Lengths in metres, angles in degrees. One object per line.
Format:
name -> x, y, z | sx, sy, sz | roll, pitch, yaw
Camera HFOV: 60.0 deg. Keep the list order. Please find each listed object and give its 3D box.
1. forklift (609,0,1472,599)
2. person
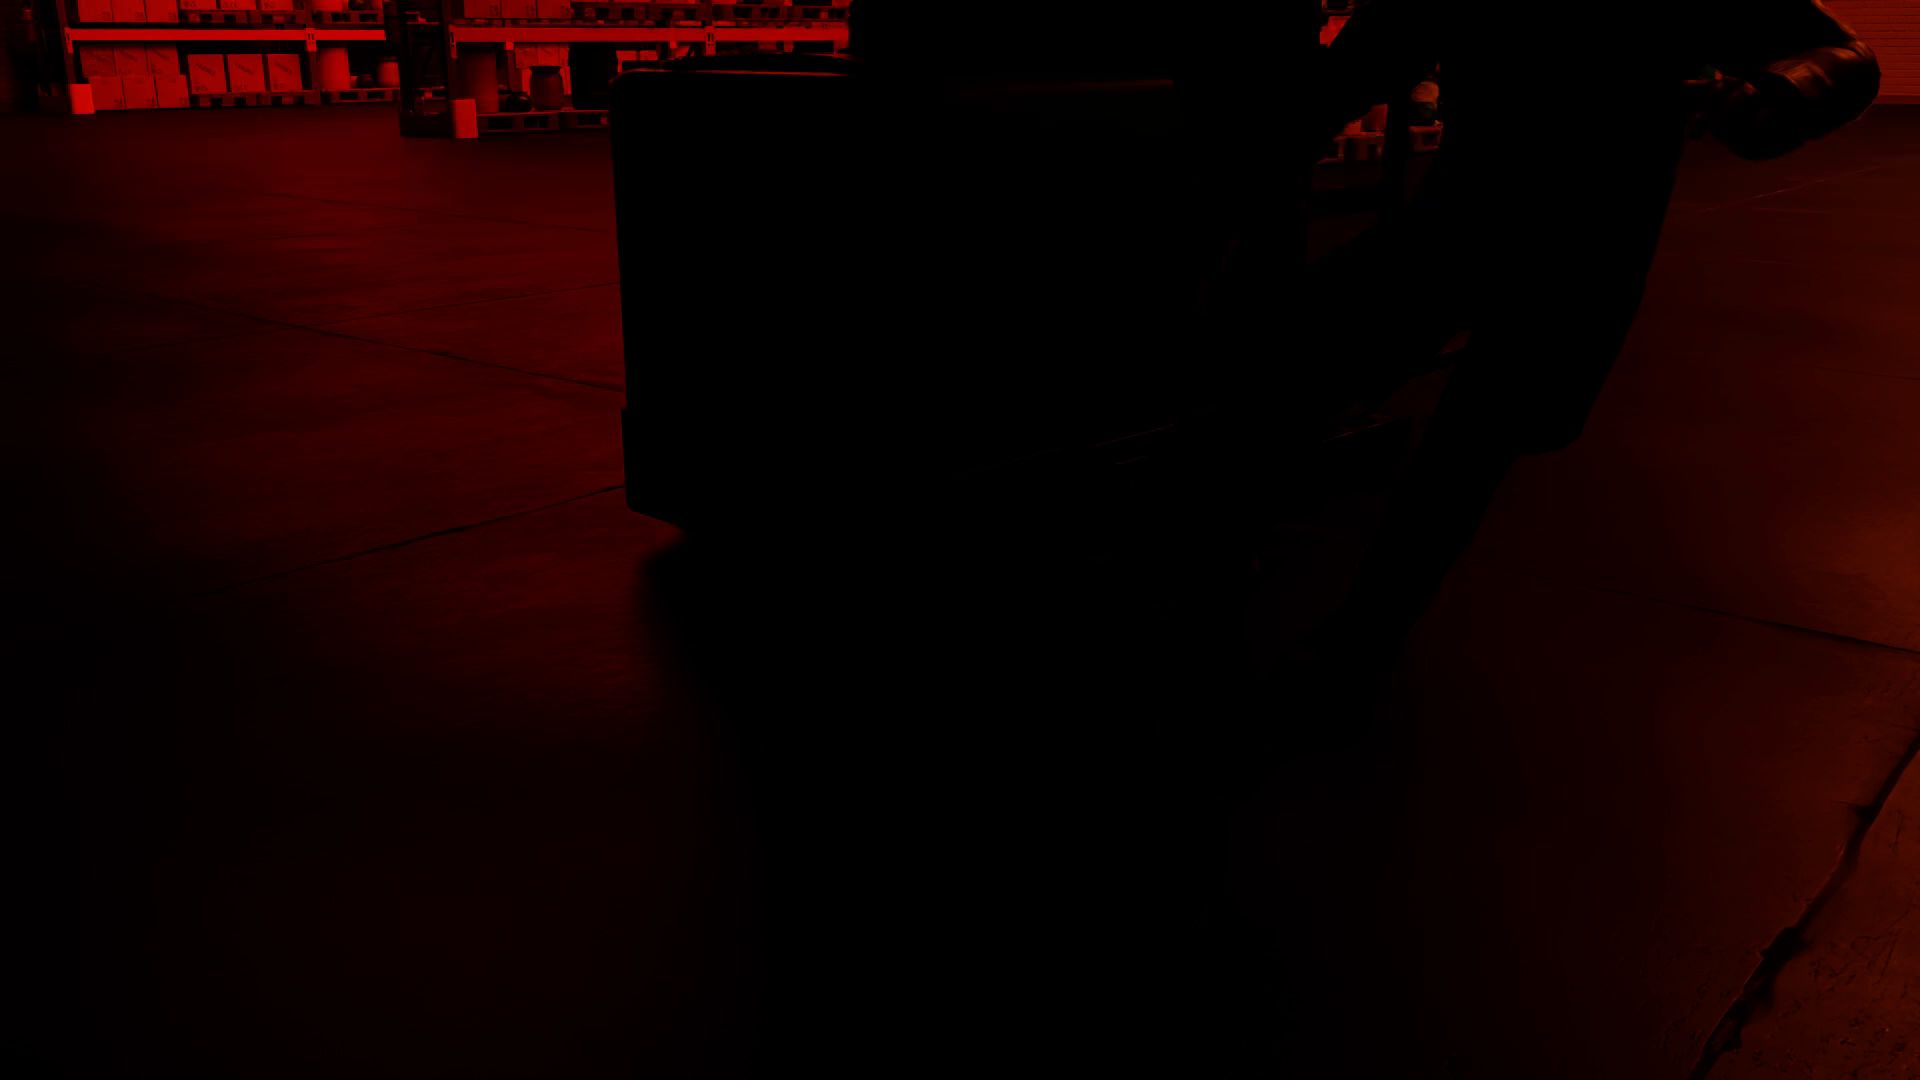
forklift -> 0.588, -1.631, 4.270 | 1.130, 2.935, 3.031 | 16, 23, 42
person -> 0.727, -0.407, 2.693 | 1.245, 1.531, 0.949 | 7, 18, 22
